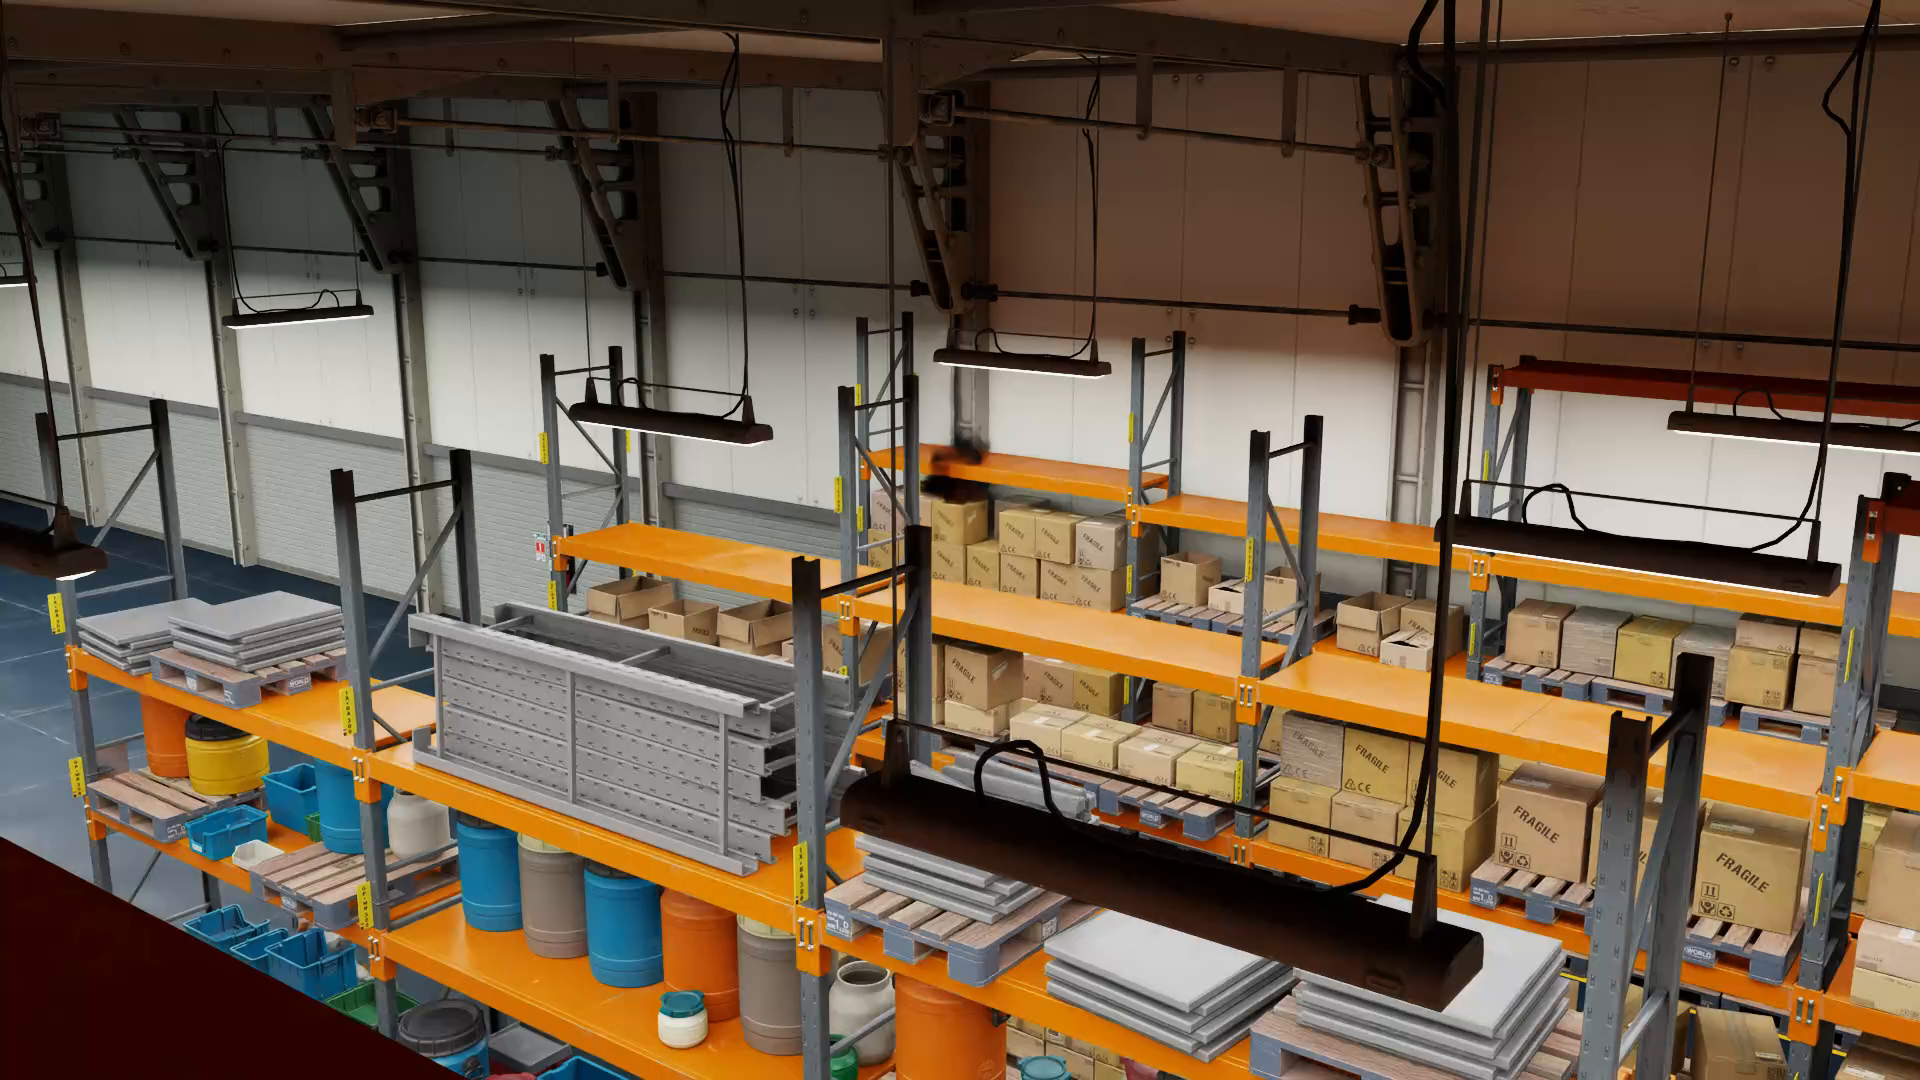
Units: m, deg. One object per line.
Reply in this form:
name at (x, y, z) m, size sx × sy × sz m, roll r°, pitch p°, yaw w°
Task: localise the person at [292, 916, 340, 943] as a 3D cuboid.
person at (-6.014, 3.372, 15.563) m, size 0.408 × 0.879 × 0.632 m, roll 4°, pitch 14°, yaw 16°
